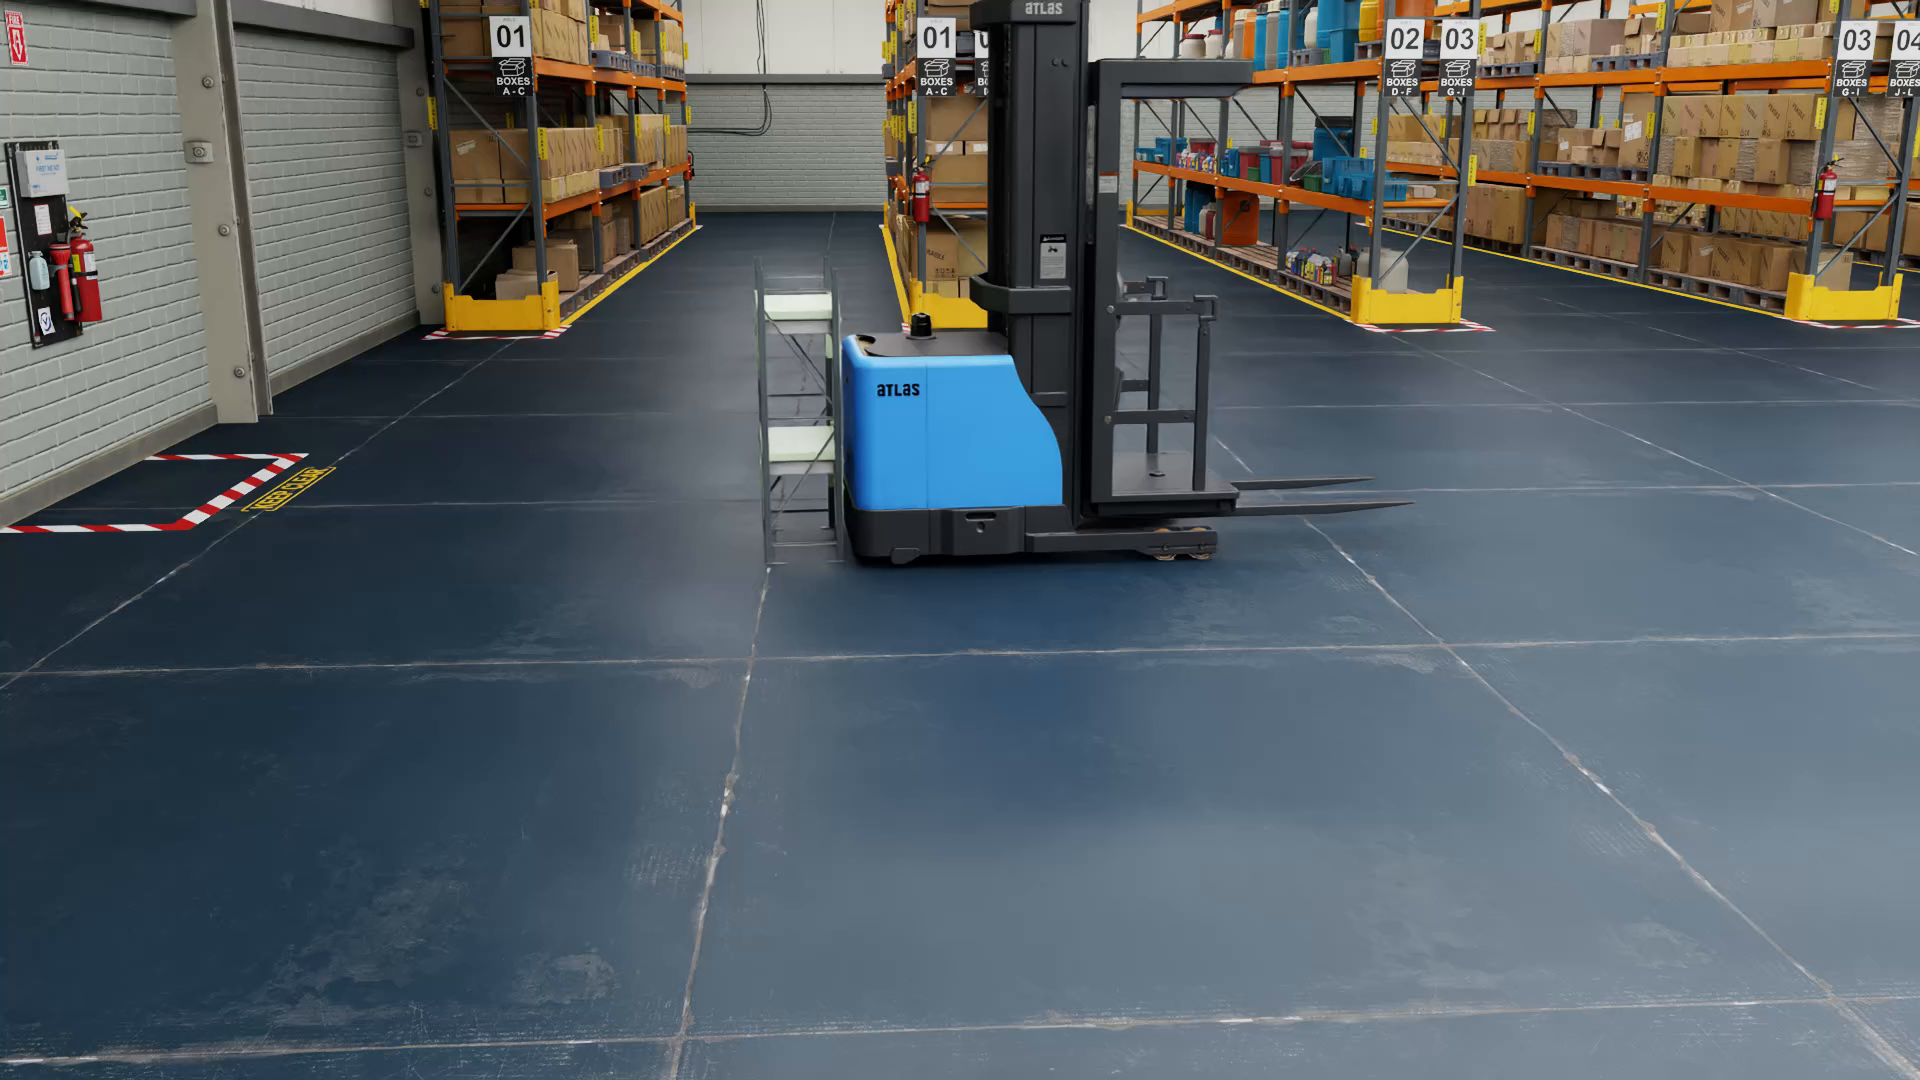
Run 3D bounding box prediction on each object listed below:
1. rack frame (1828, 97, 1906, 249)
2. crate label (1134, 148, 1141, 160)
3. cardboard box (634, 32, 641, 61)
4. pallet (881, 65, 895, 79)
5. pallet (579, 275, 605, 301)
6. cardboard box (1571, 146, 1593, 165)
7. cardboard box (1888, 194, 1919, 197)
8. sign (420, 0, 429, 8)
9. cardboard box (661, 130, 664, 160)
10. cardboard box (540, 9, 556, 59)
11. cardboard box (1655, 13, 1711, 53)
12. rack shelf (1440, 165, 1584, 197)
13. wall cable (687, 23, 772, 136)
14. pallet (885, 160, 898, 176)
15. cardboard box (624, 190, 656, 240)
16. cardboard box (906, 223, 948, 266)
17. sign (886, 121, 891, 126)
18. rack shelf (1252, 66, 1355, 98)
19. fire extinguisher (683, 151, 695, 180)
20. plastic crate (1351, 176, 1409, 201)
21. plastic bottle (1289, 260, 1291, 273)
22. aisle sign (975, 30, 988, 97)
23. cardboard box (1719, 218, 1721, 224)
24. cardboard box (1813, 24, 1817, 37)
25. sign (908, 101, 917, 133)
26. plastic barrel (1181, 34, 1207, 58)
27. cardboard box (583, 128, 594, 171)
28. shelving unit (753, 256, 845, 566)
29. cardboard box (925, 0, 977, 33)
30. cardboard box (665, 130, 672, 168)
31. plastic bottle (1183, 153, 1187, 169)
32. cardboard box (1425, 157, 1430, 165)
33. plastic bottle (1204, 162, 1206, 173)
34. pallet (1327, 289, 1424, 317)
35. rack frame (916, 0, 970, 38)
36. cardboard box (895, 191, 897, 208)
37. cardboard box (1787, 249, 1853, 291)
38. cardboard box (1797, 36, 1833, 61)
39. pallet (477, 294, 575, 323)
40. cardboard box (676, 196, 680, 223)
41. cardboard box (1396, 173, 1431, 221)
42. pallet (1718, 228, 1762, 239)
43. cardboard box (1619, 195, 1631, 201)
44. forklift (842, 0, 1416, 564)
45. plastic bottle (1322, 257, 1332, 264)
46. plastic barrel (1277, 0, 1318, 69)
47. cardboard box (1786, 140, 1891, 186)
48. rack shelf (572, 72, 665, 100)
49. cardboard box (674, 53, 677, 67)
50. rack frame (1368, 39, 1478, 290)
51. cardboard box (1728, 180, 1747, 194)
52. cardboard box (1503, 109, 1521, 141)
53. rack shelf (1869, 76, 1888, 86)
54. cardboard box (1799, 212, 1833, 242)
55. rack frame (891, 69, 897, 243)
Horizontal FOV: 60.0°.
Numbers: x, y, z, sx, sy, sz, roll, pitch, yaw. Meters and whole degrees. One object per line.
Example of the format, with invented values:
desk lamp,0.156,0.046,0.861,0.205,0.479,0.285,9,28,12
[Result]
rack frame,14.394,-5.979,26.244,1.000,3.000,0.127,-1,14,-3
crate label,3.685,-7.722,33.235,0.416,0.233,0.303,-1,14,-3
cardboard box,-5.598,-8.049,27.186,0.700,0.500,0.500,-1,14,-4
pallet,-0.728,-7.969,28.335,1.213,0.211,1.003,-1,14,-3
pallet,-5.070,-3.186,20.986,1.003,0.211,1.213,-1,14,-3
cardboard box,9.311,-5.638,24.377,0.500,0.250,0.500,-1,14,-5
cardboard box,19.038,-6.642,33.122,0.875,0.438,0.875,0,14,-2
sign,-5.454,-5.586,16.922,0.100,0.325,0.005,-1,14,-3
cardboard box,-5.362,-6.784,28.536,0.500,0.500,0.500,-1,14,-4
cardboard box,-4.668,-5.440,17.890,0.500,0.500,0.500,0,14,0
cardboard box,9.755,-6.757,22.199,0.797,0.503,0.637,-2,15,-6
rack shelf,9.313,-6.076,28.067,1.077,0.370,4.000,-1,14,-3
wall cable,-5.884,-10.501,38.013,3.097,2.526,0.112,-1,14,-3
pallet,-0.562,-5.850,26.128,1.213,0.211,1.003,-1,14,-3
cardboard box,-5.357,-5.263,26.934,0.750,0.750,0.750,-1,14,-4
cardboard box,-0.391,-3.522,19.867,0.500,0.500,0.500,-1,14,-3
sign,-1.239,-7.179,29.172,0.100,0.325,0.005,-1,14,-3
rack shelf,4.618,-6.458,23.530,1.077,0.370,4.000,-1,14,-3
fire extinguisher,-5.439,-7.514,33.115,0.296,0.674,0.183,-1,14,-3
plastic crate,4.660,-3.909,18.498,0.499,0.251,0.616,-1,14,-3
plastic bottle,4.336,-3.577,21.643,0.097,0.201,0.097,0,14,0
aisle sign,0.355,-5.033,17.351,0.394,0.787,0.004,-1,14,-3
cardboard box,14.428,-5.958,31.042,0.380,0.149,0.250,0,14,-2
cardboard box,9.705,-5.642,18.415,0.380,0.149,0.250,-1,14,-5
sign,-0.497,-4.456,17.528,0.100,0.325,0.005,-1,14,-3
plastic barrel,4.028,-8.433,28.646,0.433,0.535,0.433,0,14,0
cardboard box,-4.772,-4.767,20.288,0.500,0.500,0.500,-1,14,-4
shelving unit,-0.847,-0.695,8.718,0.431,1.500,0.755,-2,15,-7
cardboard box,0.014,-5.703,17.820,0.797,0.503,0.637,0,14,0
cardboard box,-5.660,-6.973,29.507,0.980,0.700,0.700,-1,14,-3
plastic bottle,3.897,-6.542,28.692,0.097,0.271,0.097,0,14,0
cardboard box,8.811,-6.999,30.714,0.380,0.149,0.250,-1,14,-4
plastic bottle,4.009,-6.056,26.943,0.097,0.201,0.097,0,14,0
pallet,4.893,-2.731,19.218,1.003,0.211,1.213,-1,14,-3
rack frame,0.045,-6.691,16.973,1.000,3.000,0.127,-1,14,-3
cardboard box,-0.818,-5.638,27.549,0.500,0.250,0.500,-1,14,-4
cardboard box,9.911,-3.086,19.175,0.500,0.500,0.500,2,15,7
cardboard box,9.649,-5.434,18.407,0.500,0.250,0.500,-1,14,-2
pallet,-4.918,-2.579,18.628,1.003,0.211,1.213,-1,14,-3
cardboard box,-5.684,-6.258,31.504,0.700,0.500,0.500,-1,14,-5
cardboard box,9.117,-6.707,32.496,0.875,0.875,0.875,-1,14,-3
pallet,14.196,-5.430,29.705,1.003,0.211,1.213,-1,14,-3
cardboard box,13.591,-6.944,33.679,0.380,0.149,0.250,-2,15,-6
forklift,0.902,-1.440,8.740,3.031,2.935,1.130,-2,15,-7
plastic bottle,4.562,-3.399,20.800,0.152,0.276,0.135,-1,14,-3
plastic barrel,4.493,-6.675,21.923,0.600,0.901,0.708,-1,14,-3
cardboard box,9.926,-4.267,18.795,0.875,0.500,0.500,-1,14,-3
rack shelf,-5.518,-7.300,26.801,1.077,0.370,4.000,-1,14,-3
cardboard box,-5.509,-8.883,30.768,0.500,0.250,0.500,-1,14,-5
rack frame,4.989,-3.861,18.014,1.000,3.000,0.127,-1,14,-3
cardboard box,9.511,-4.255,20.049,0.380,0.149,0.250,-1,14,-3
cardboard box,9.370,-6.806,27.244,0.797,0.503,0.637,-1,14,-2
rack shelf,14.518,-6.586,24.027,1.077,0.370,4.000,-1,14,-3
cardboard box,14.092,-5.131,27.124,0.500,0.500,0.500,-1,14,-4
rack frame,-0.698,-6.770,29.320,1.000,3.000,0.127,-1,14,-3
